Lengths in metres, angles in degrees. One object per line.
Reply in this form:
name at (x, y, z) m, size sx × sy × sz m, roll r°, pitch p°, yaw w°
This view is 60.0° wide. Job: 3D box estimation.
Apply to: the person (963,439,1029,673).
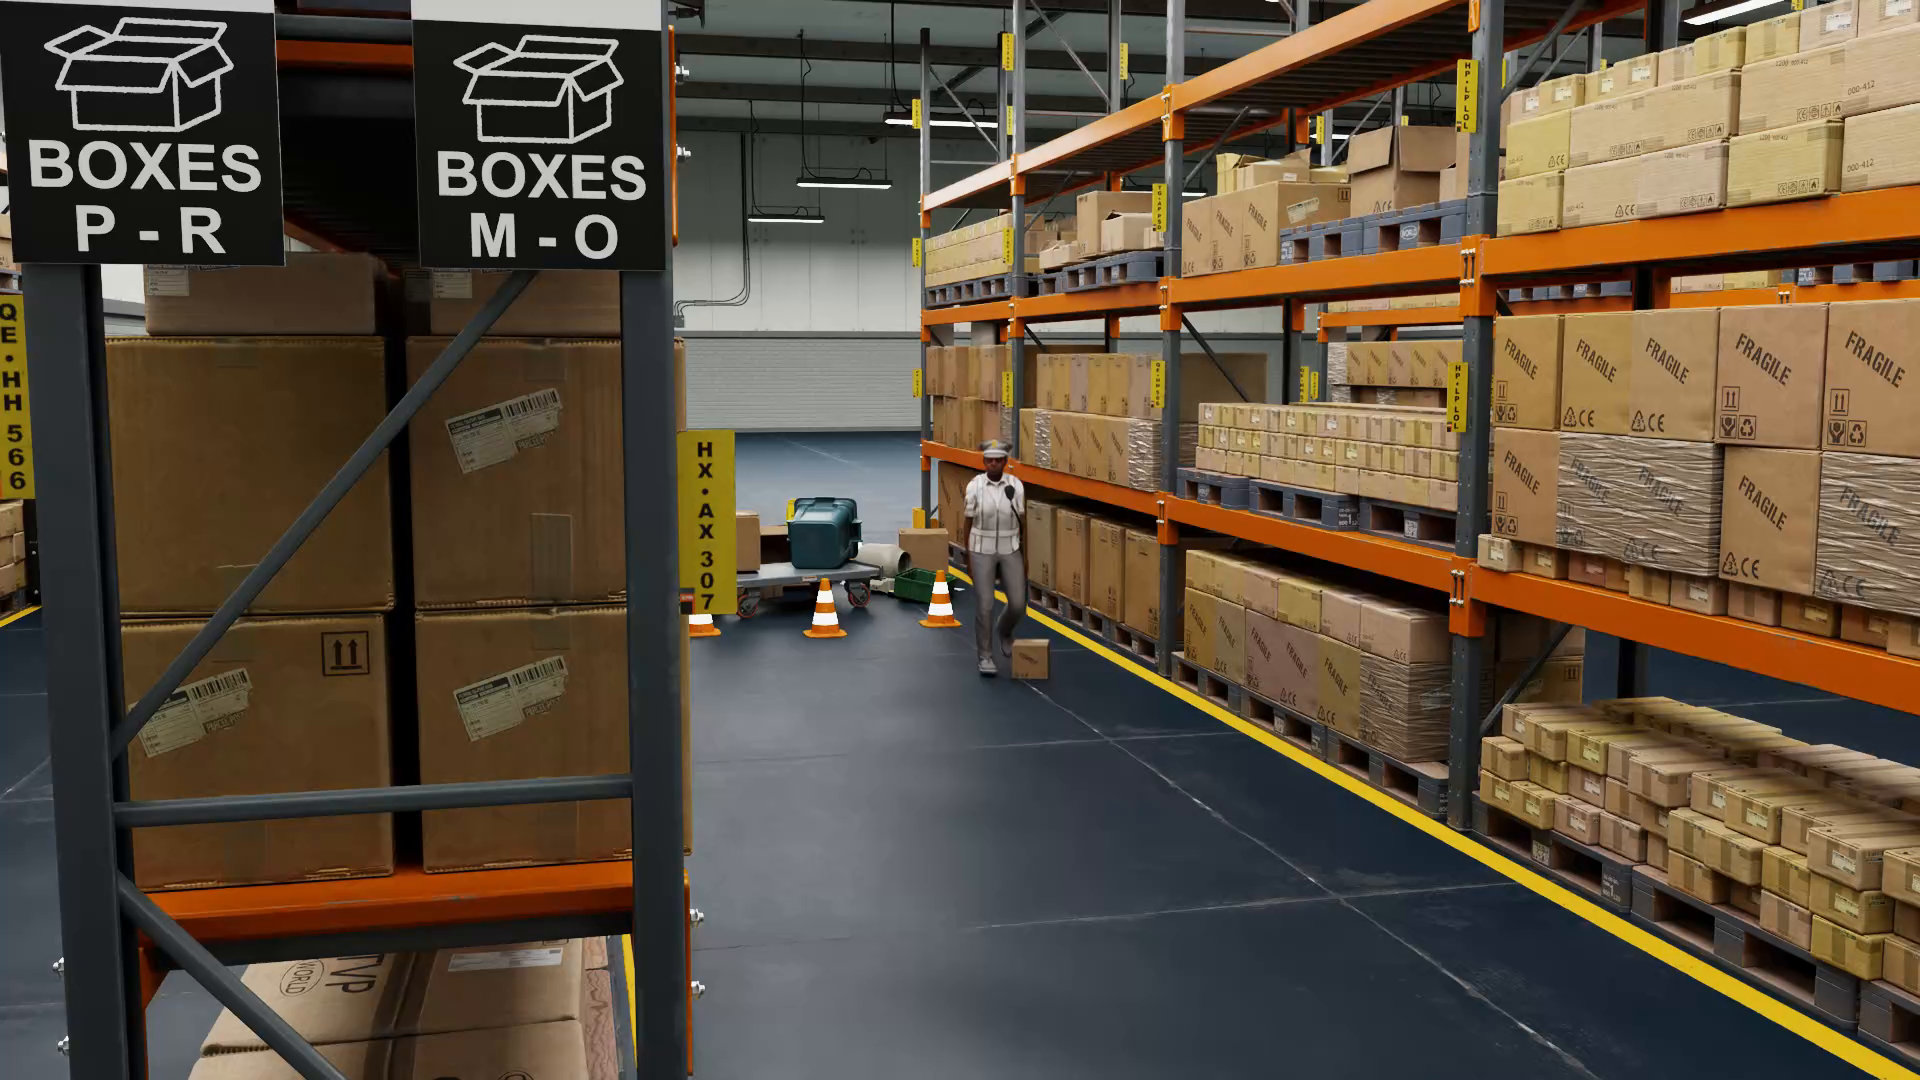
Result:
person at (0.253, 0.100, 11.976) m, size 0.475 × 1.673 × 0.502 m, roll -1°, pitch 6°, yaw -6°
